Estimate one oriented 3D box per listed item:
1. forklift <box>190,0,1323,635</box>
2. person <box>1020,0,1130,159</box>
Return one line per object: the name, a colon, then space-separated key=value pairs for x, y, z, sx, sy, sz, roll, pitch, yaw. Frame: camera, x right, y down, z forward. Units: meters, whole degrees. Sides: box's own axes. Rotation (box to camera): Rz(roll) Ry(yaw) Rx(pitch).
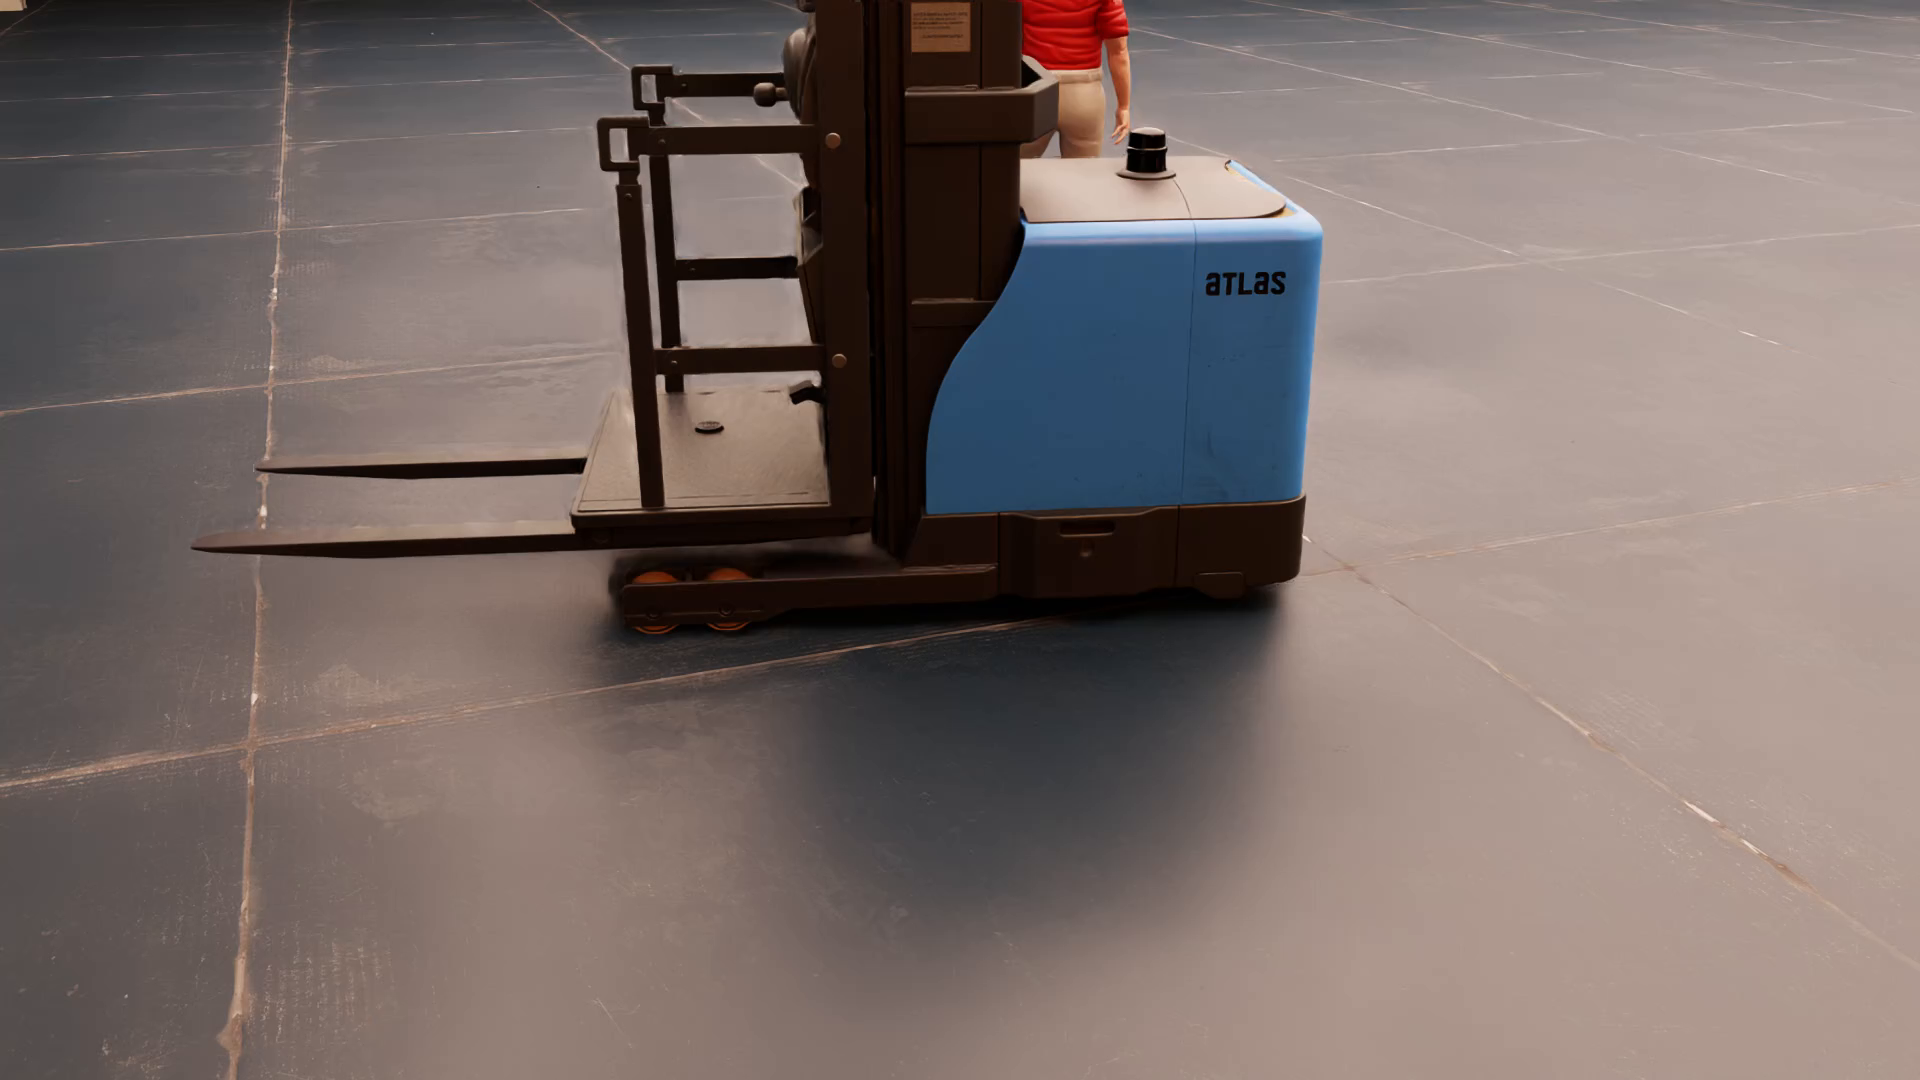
forklift: x=-0.592 y=-1.312 z=4.418 sx=3.031 sy=2.935 sz=1.130 roll=-2 pitch=23 yaw=-5
person: x=0.448 y=-2.009 z=7.656 sx=0.682 sy=1.709 sz=0.465 roll=3 pitch=23 yaw=7
